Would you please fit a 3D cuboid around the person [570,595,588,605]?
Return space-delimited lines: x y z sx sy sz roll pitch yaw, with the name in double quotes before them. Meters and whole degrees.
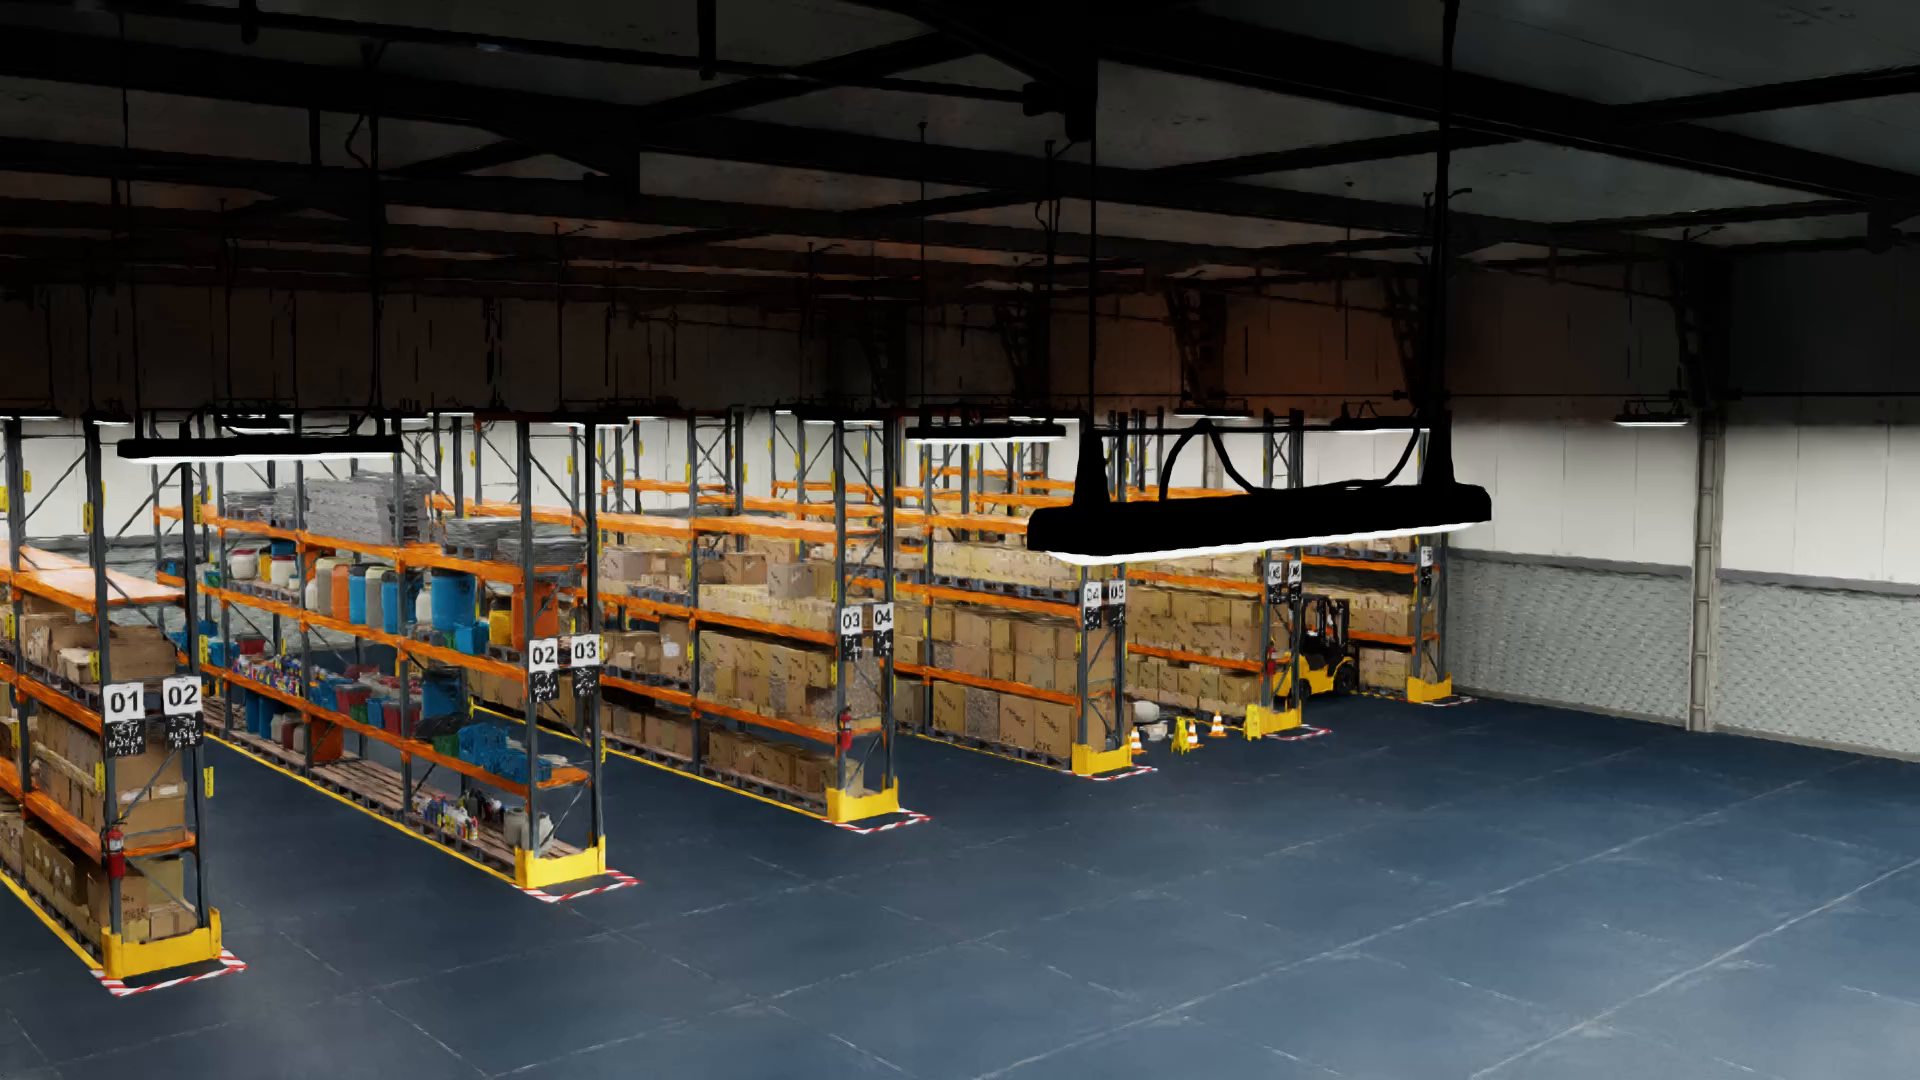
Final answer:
"person" -9.414 1.874 41.369 0.524 1.671 0.530 0 5 -3
